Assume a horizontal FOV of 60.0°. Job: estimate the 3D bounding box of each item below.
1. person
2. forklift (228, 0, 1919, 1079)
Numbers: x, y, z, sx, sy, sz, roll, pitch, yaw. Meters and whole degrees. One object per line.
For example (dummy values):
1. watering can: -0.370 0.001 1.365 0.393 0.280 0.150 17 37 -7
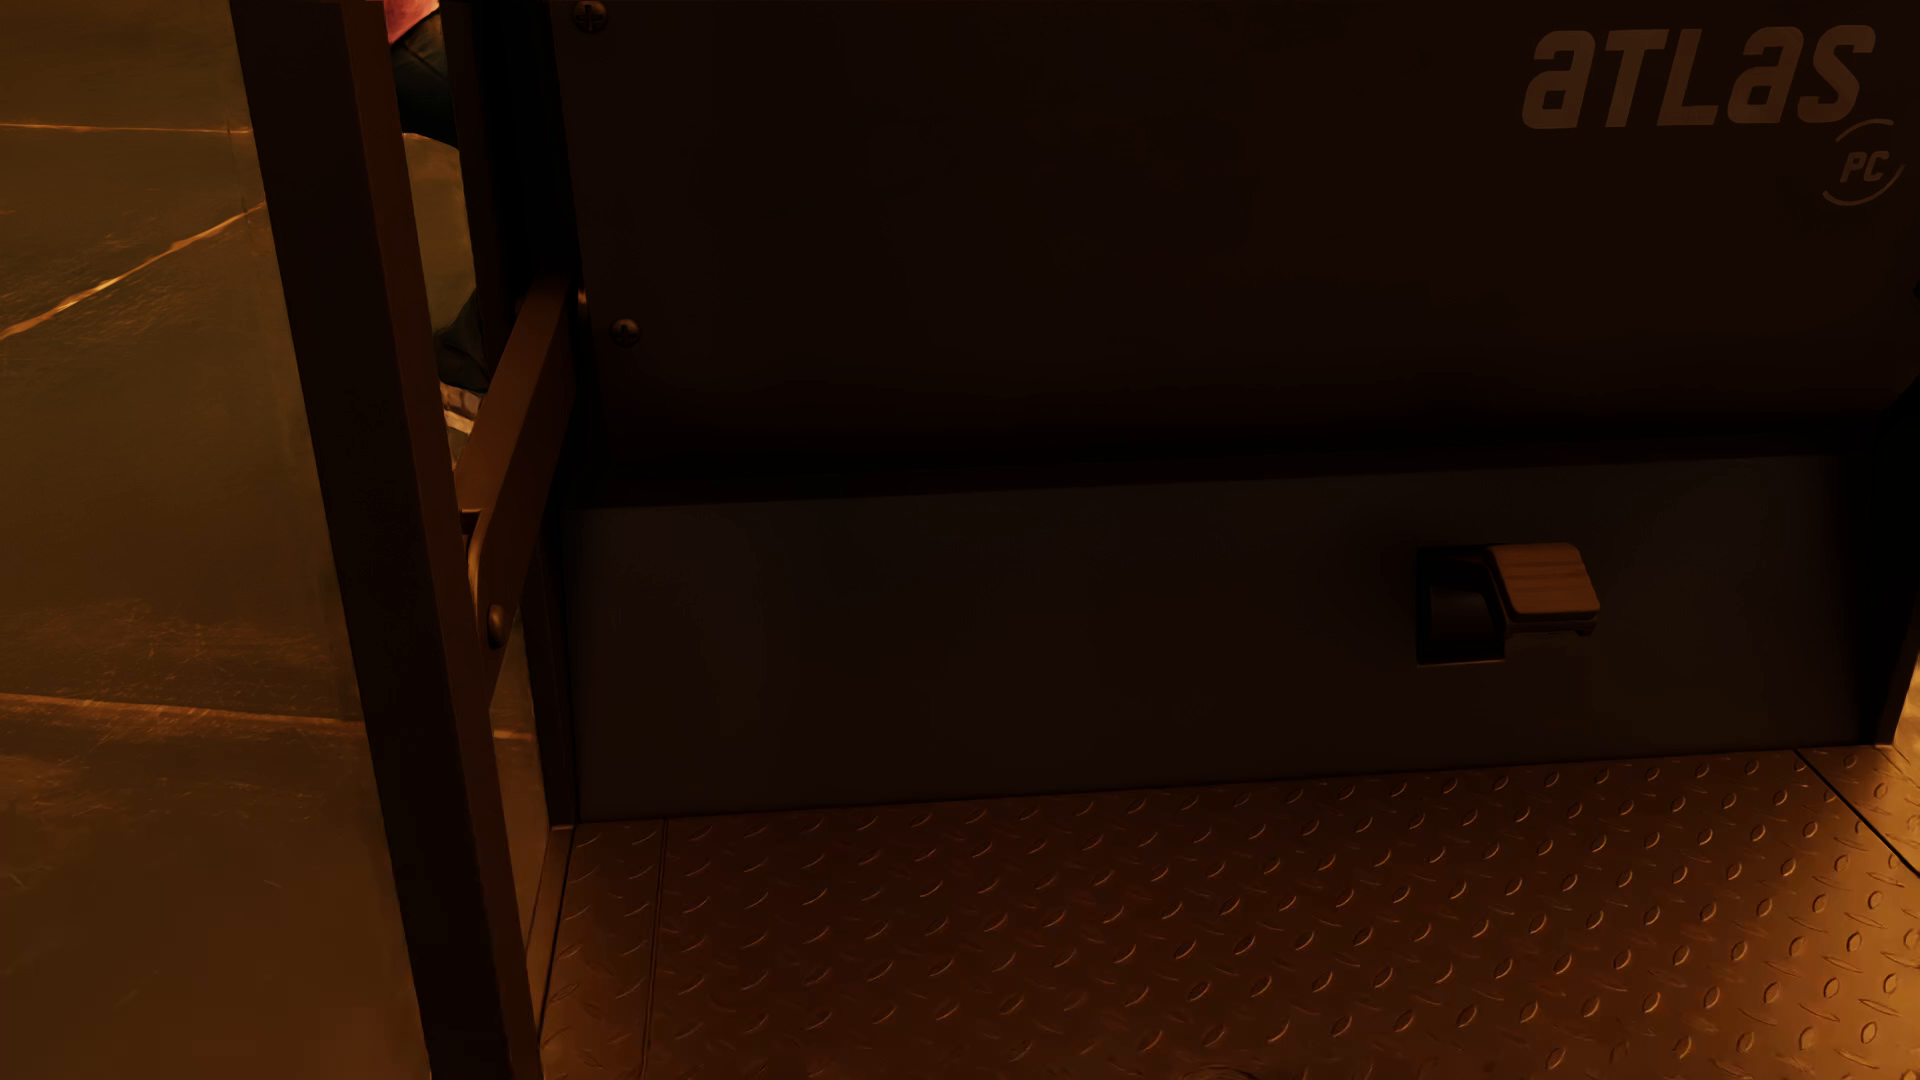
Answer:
1. person: -0.618 -0.773 2.378 0.682 1.476 0.887 -5 27 -10
2. forklift: 0.248 -0.709 0.637 1.130 2.935 3.031 -3 27 -5
